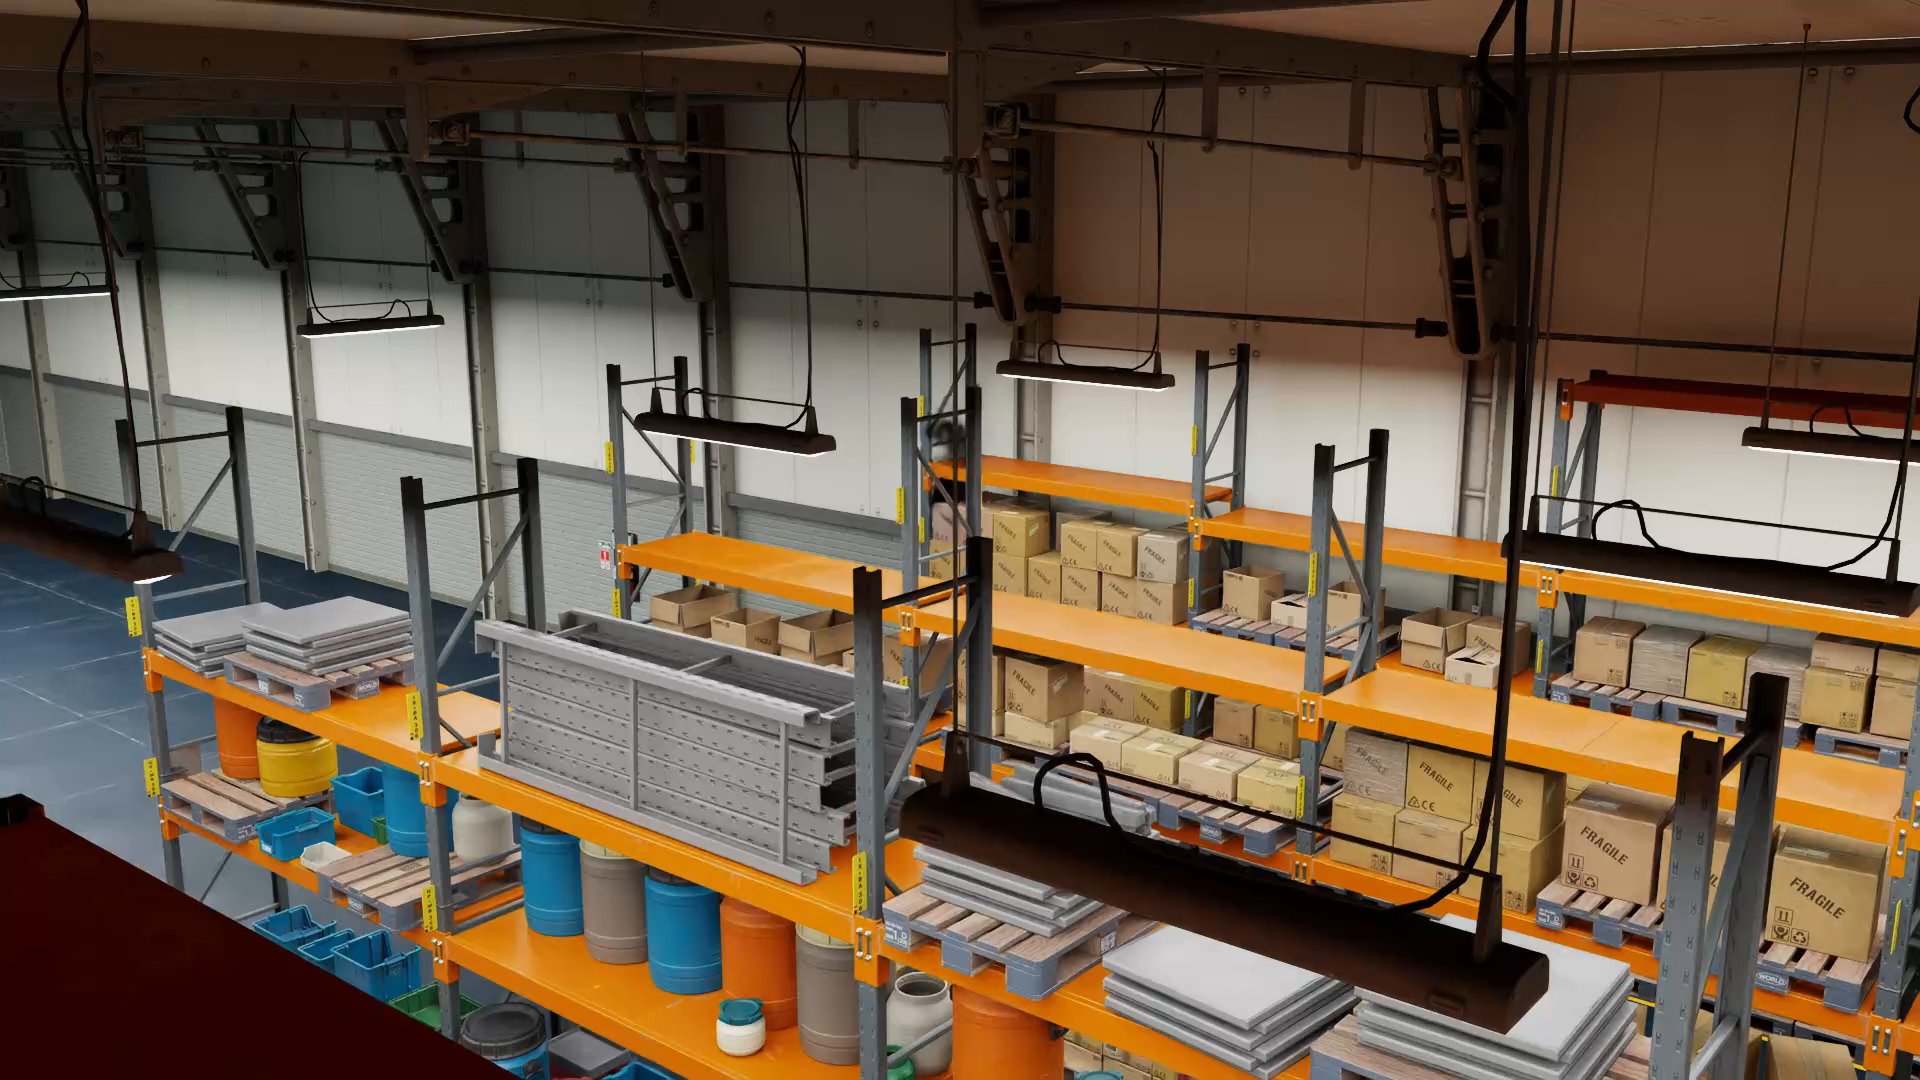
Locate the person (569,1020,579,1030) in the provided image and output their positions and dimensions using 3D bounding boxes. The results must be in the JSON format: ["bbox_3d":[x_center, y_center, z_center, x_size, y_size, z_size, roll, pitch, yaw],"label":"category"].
[{"bbox_3d":[-3.348,4.047,14.583,0.561,1.649,0.574,7,14,28],"label":"person"}]
